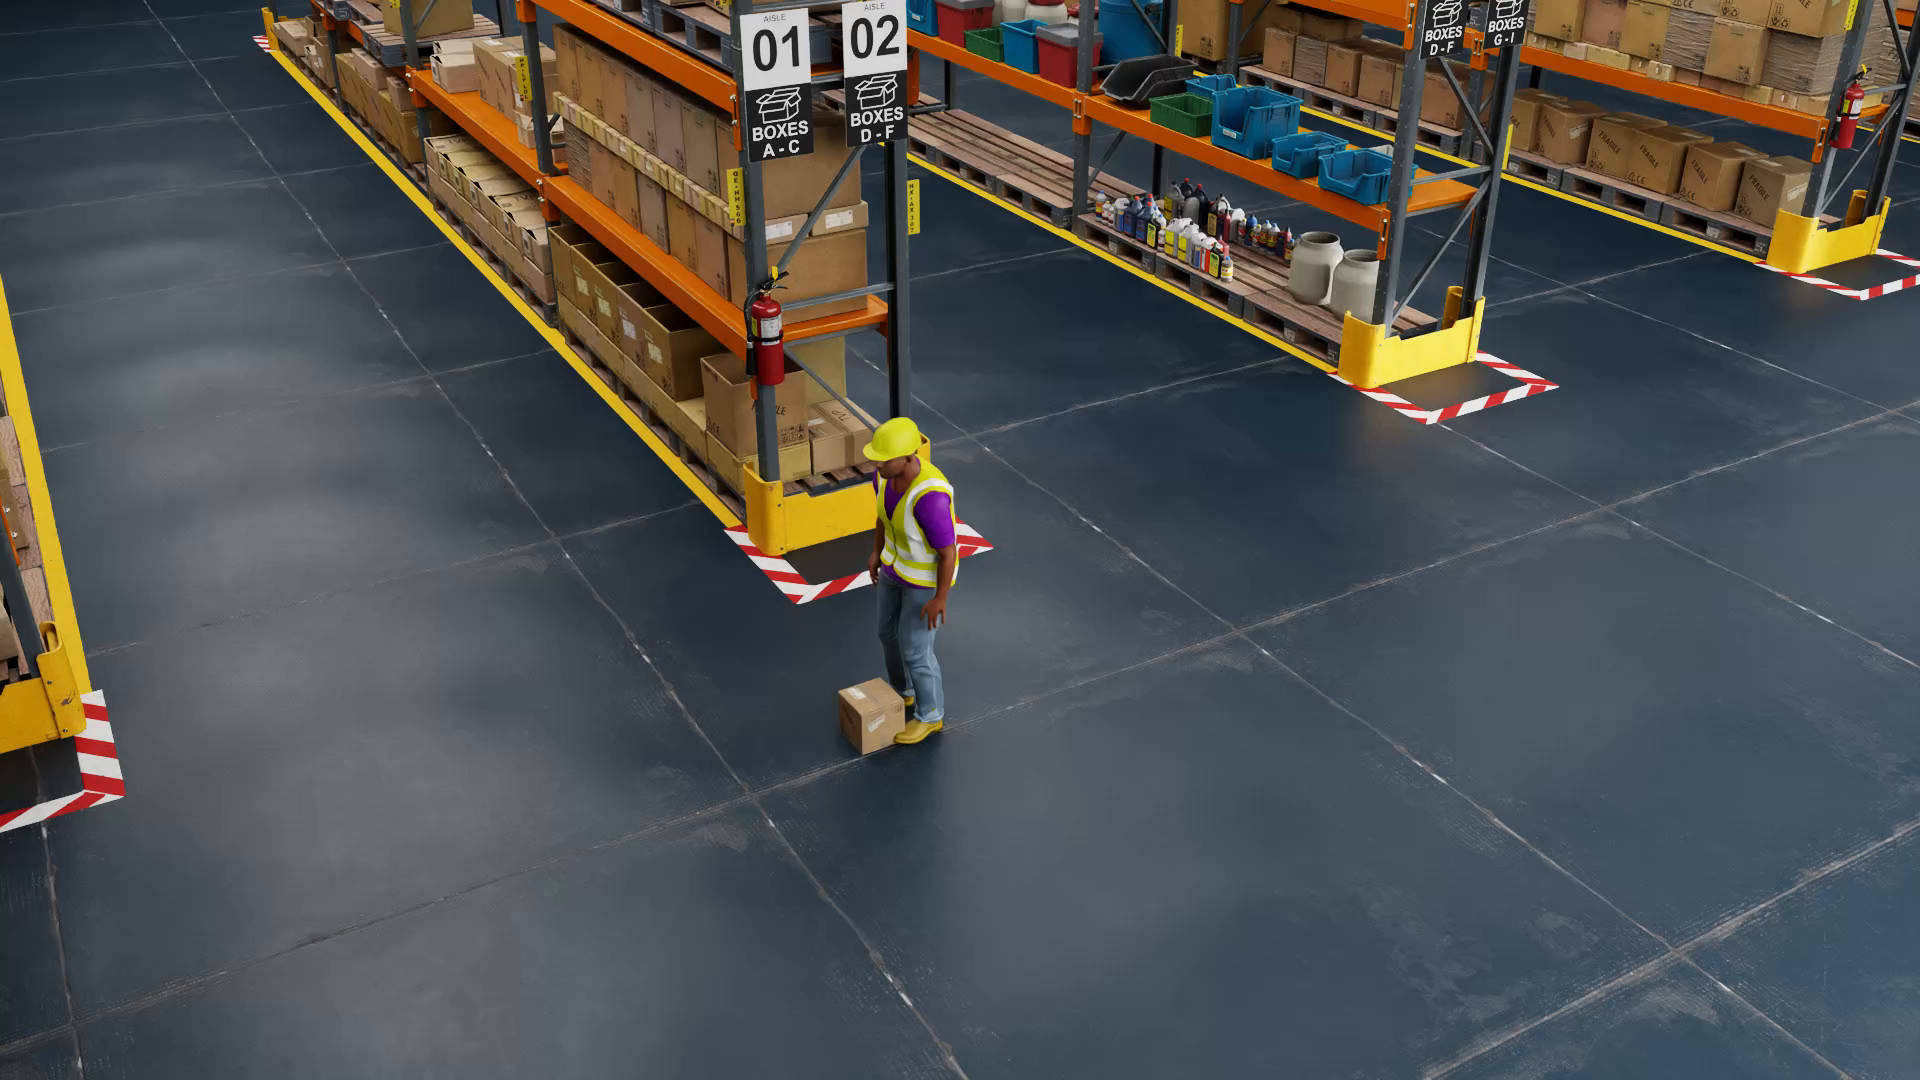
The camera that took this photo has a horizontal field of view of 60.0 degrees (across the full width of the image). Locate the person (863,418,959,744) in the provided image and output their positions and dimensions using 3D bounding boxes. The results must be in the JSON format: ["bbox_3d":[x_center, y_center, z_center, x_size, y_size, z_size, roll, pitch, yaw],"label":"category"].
[{"bbox_3d":[-0.260,0.179,8.223,0.462,1.759,0.627,-18,33,-29],"label":"person"}]
